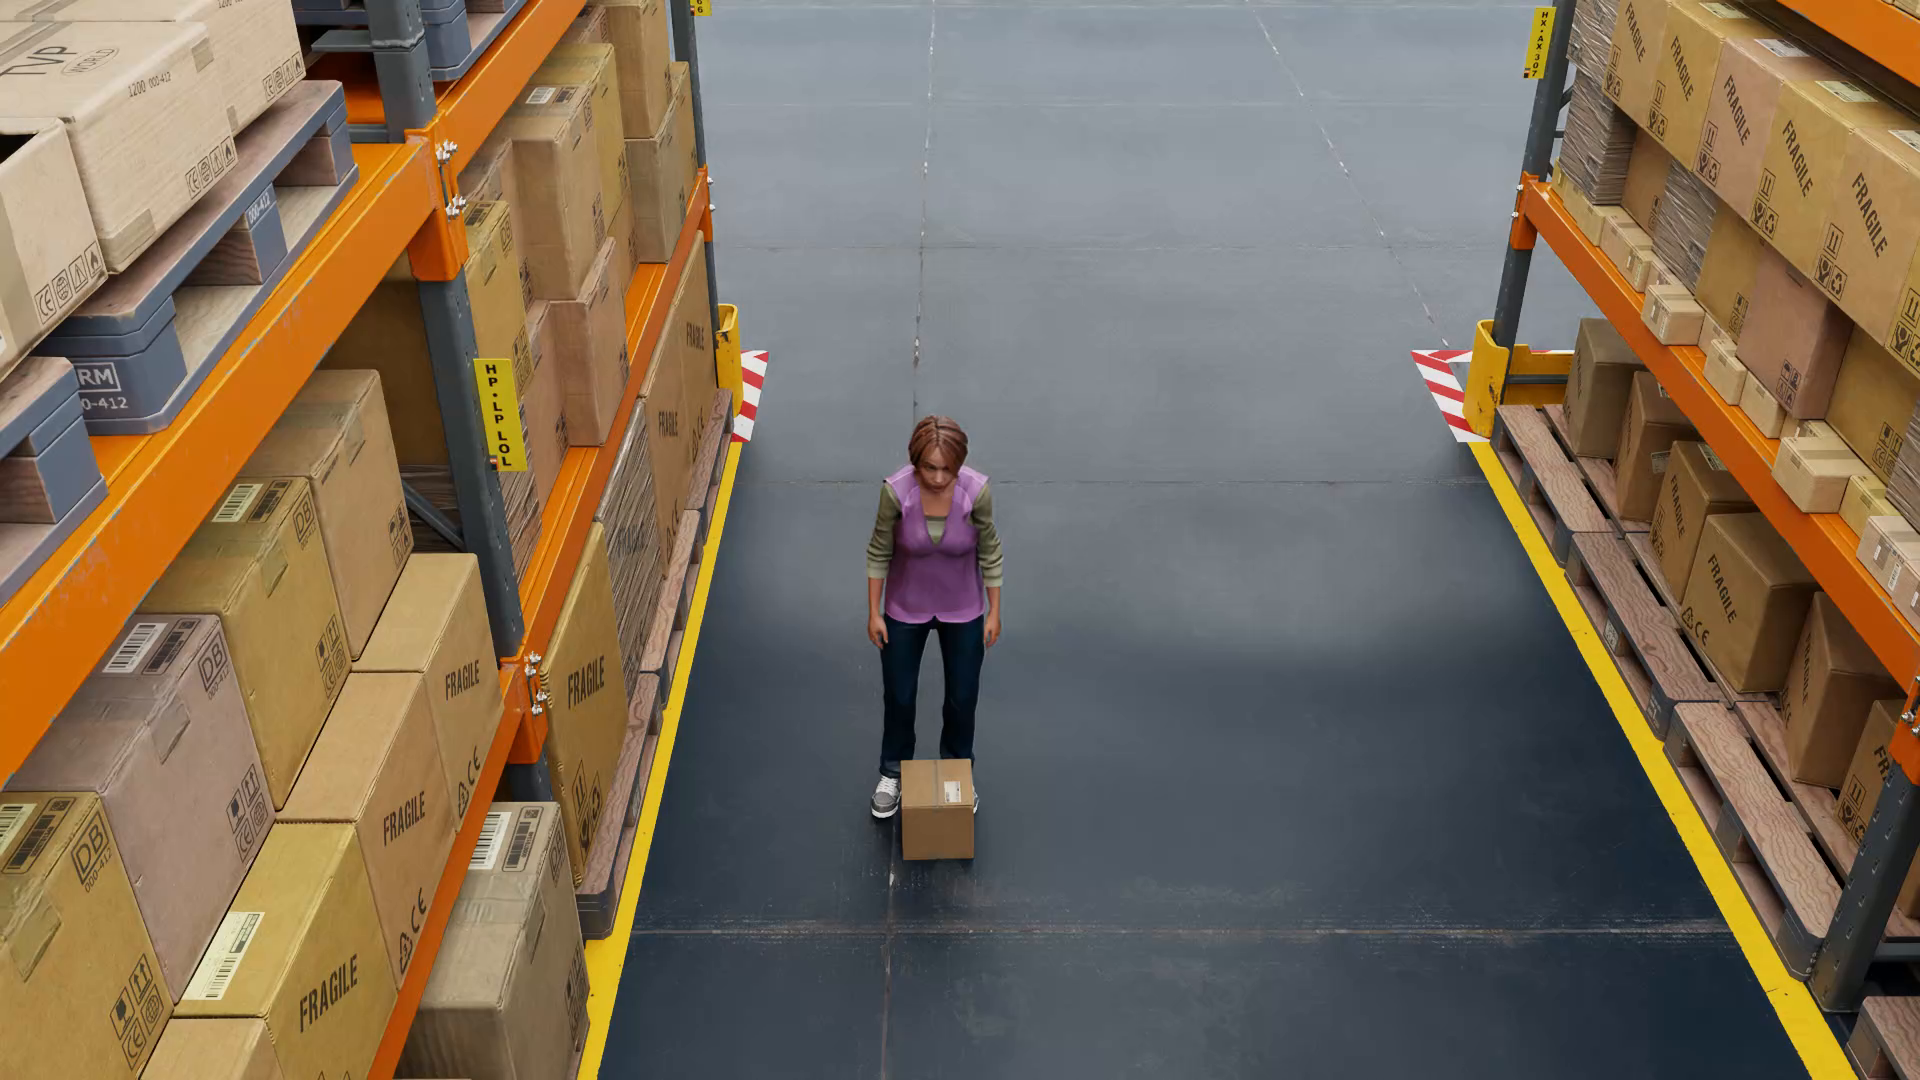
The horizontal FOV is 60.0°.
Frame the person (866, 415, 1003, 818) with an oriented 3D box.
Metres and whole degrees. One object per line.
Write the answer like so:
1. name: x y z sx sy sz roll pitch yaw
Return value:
1. person: -0.089 0.261 5.728 0.474 1.593 0.349 -1 32 -1
